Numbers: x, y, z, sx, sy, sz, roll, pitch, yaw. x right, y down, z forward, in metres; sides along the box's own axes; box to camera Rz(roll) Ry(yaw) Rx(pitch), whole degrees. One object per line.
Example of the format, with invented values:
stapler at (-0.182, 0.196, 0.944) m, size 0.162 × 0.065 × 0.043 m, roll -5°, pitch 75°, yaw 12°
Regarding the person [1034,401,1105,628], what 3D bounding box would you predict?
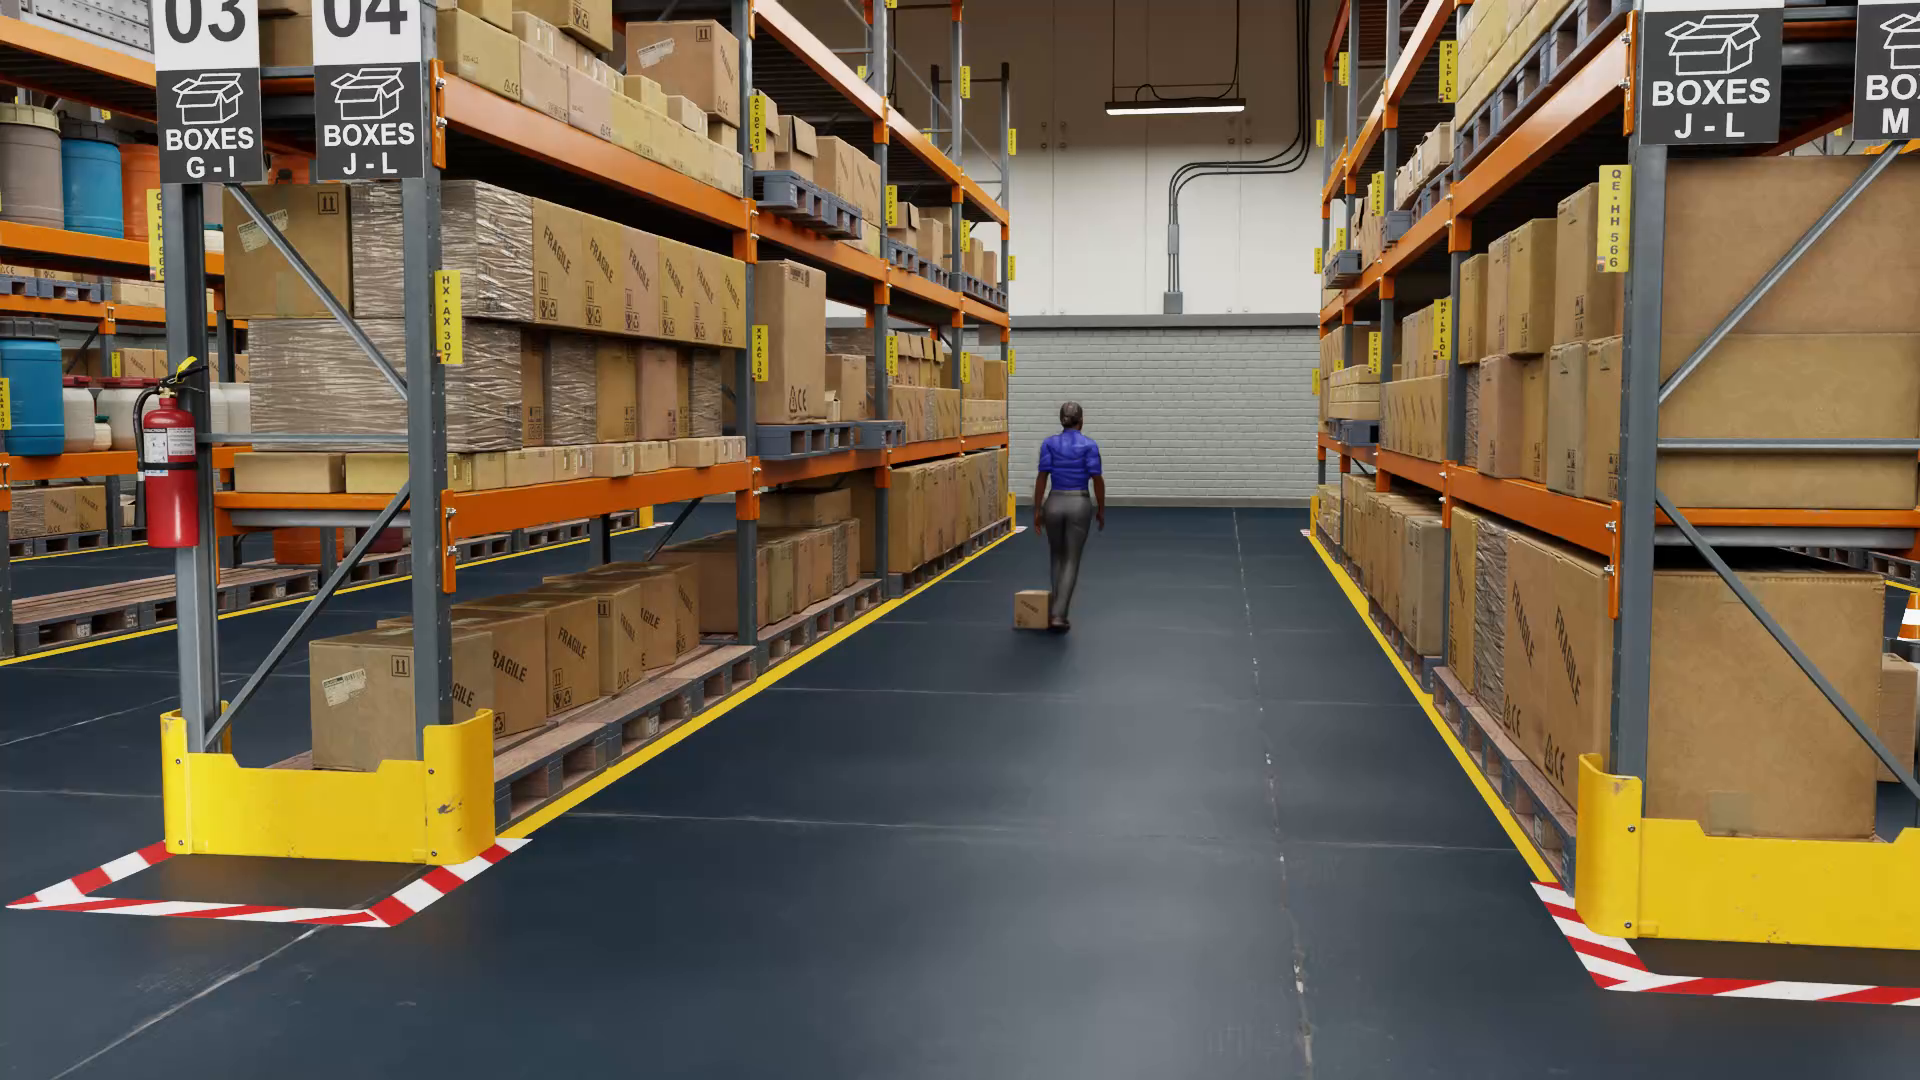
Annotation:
person at (0.801, -0.158, 12.112) m, size 0.499 × 1.706 × 0.609 m, roll 2°, pitch 5°, yaw 18°
